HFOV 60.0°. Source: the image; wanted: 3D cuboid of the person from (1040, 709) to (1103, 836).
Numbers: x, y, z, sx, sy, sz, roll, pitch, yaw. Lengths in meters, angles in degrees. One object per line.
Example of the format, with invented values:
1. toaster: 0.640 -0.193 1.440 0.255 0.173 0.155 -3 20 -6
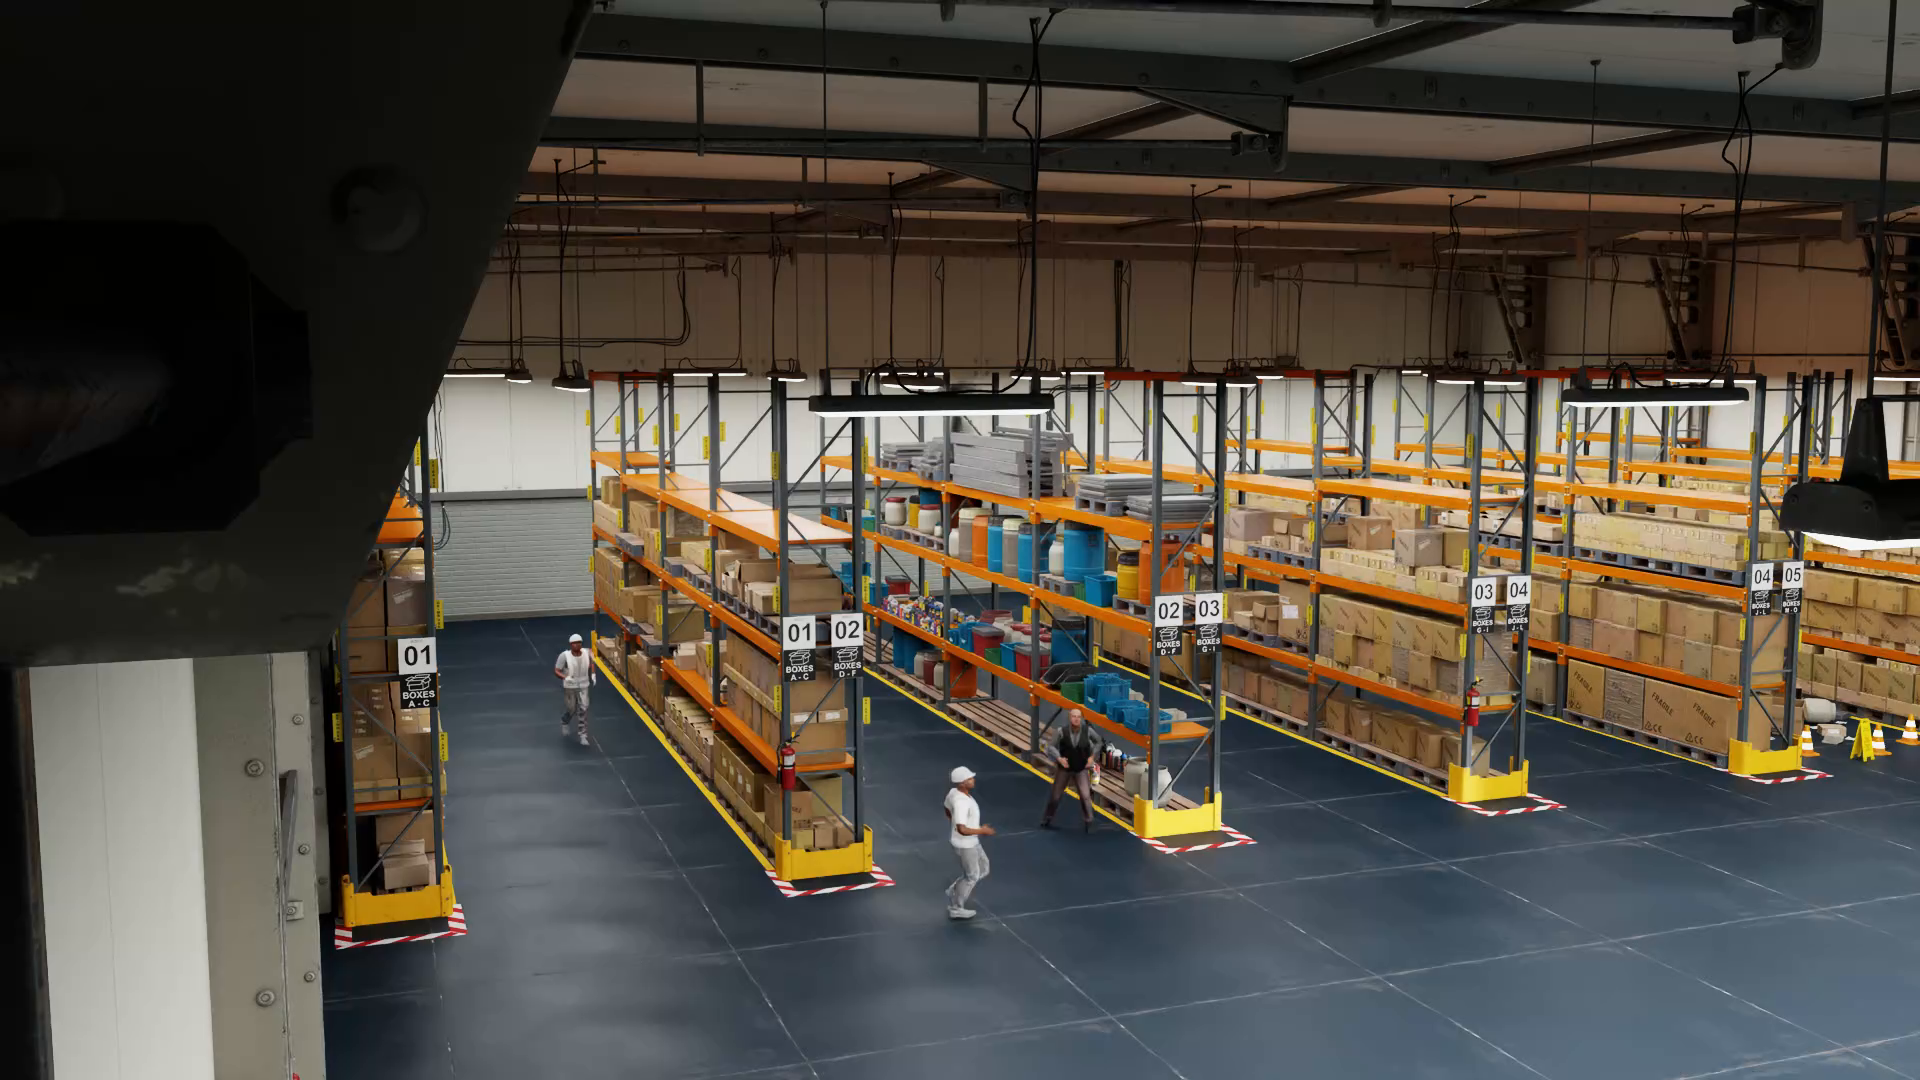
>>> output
1. person: 1.489 3.056 22.056 0.828 1.681 0.703 0 6 -2

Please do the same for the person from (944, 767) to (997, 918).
1. person: 0.114 3.384 18.667 0.587 1.721 0.687 0 6 0

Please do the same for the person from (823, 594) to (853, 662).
1. person: -2.372 1.686 31.619 0.702 1.859 0.807 -1 7 -13

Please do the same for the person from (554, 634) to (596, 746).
1. person: -6.277 2.416 27.188 0.707 1.789 0.852 -4 7 -30
